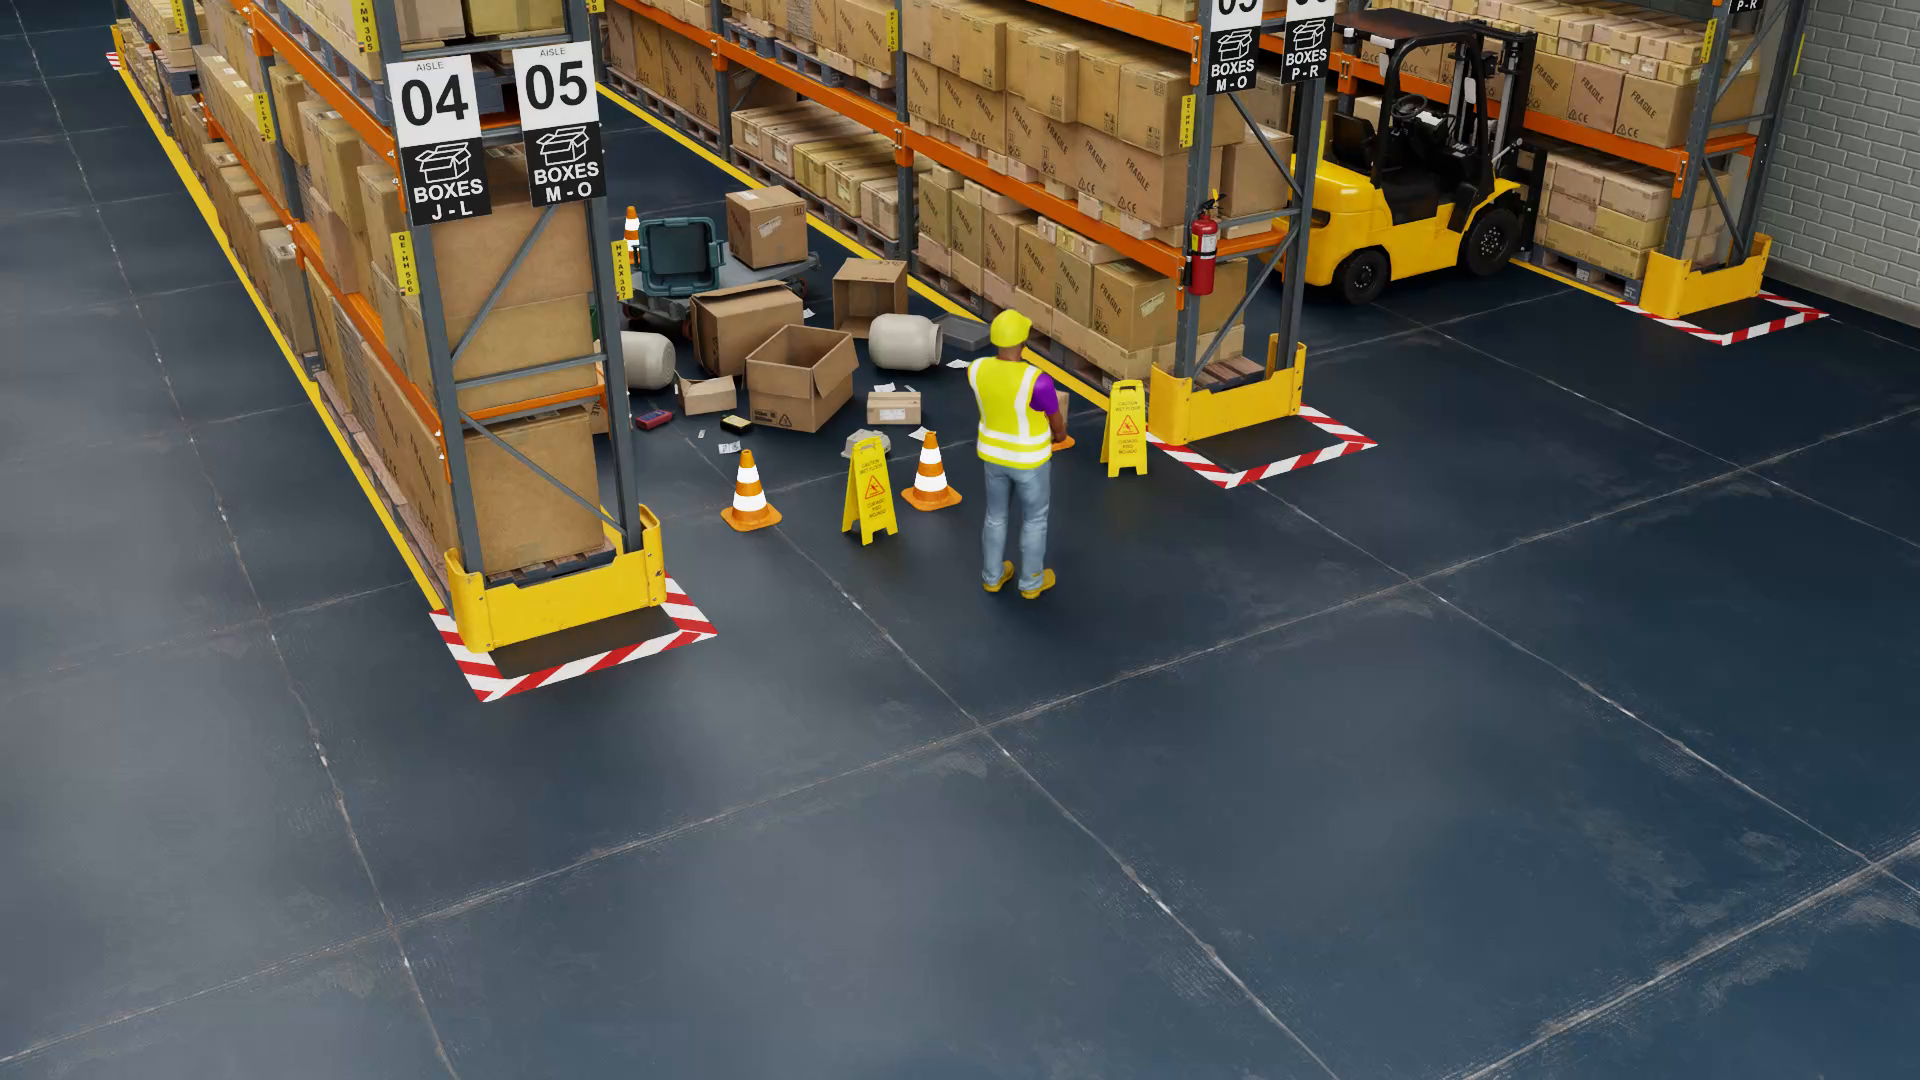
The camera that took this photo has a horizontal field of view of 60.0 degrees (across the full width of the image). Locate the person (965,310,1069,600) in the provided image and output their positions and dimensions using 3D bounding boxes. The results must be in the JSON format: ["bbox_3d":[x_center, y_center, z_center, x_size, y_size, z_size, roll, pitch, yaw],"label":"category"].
[{"bbox_3d":[0.350,-0.520,9.486,0.514,1.765,0.578,15,32,26],"label":"person"}]
